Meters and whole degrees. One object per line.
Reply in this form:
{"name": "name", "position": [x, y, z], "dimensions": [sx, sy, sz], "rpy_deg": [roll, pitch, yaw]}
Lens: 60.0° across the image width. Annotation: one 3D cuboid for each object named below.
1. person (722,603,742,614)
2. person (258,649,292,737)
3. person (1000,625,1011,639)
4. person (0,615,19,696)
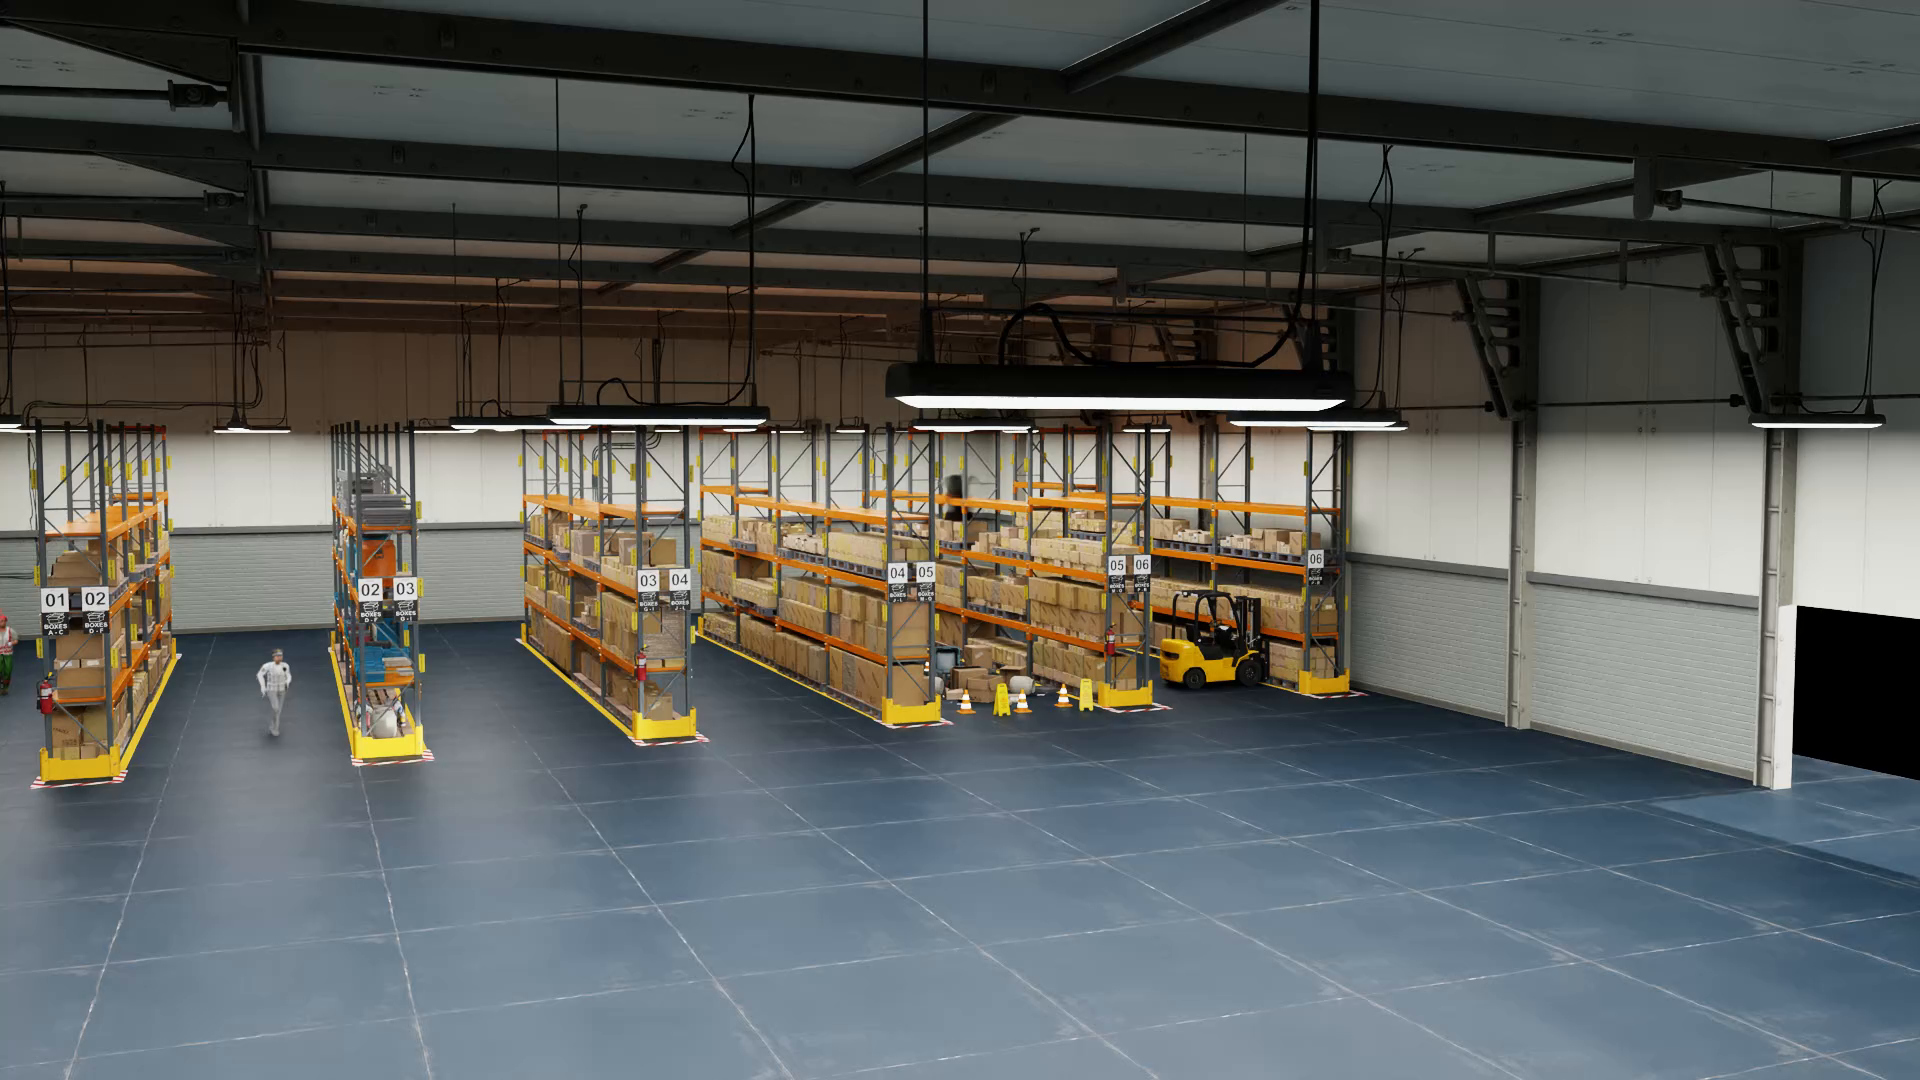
{"name": "person", "position": [-6.958, 1.668, 50.656], "dimensions": [0.695, 1.845, 0.864], "rpy_deg": [2, 4, 26]}
{"name": "person", "position": [-13.086, 2.914, 31.808], "dimensions": [0.559, 1.701, 0.784], "rpy_deg": [-3, 5, -42]}
{"name": "person", "position": [1.078, 2.061, 45.729], "dimensions": [0.561, 1.617, 0.866], "rpy_deg": [-3, 4, -35]}
{"name": "person", "position": [-21.067, 2.542, 36.578], "dimensions": [0.651, 1.783, 0.698], "rpy_deg": [-3, 4, -35]}
